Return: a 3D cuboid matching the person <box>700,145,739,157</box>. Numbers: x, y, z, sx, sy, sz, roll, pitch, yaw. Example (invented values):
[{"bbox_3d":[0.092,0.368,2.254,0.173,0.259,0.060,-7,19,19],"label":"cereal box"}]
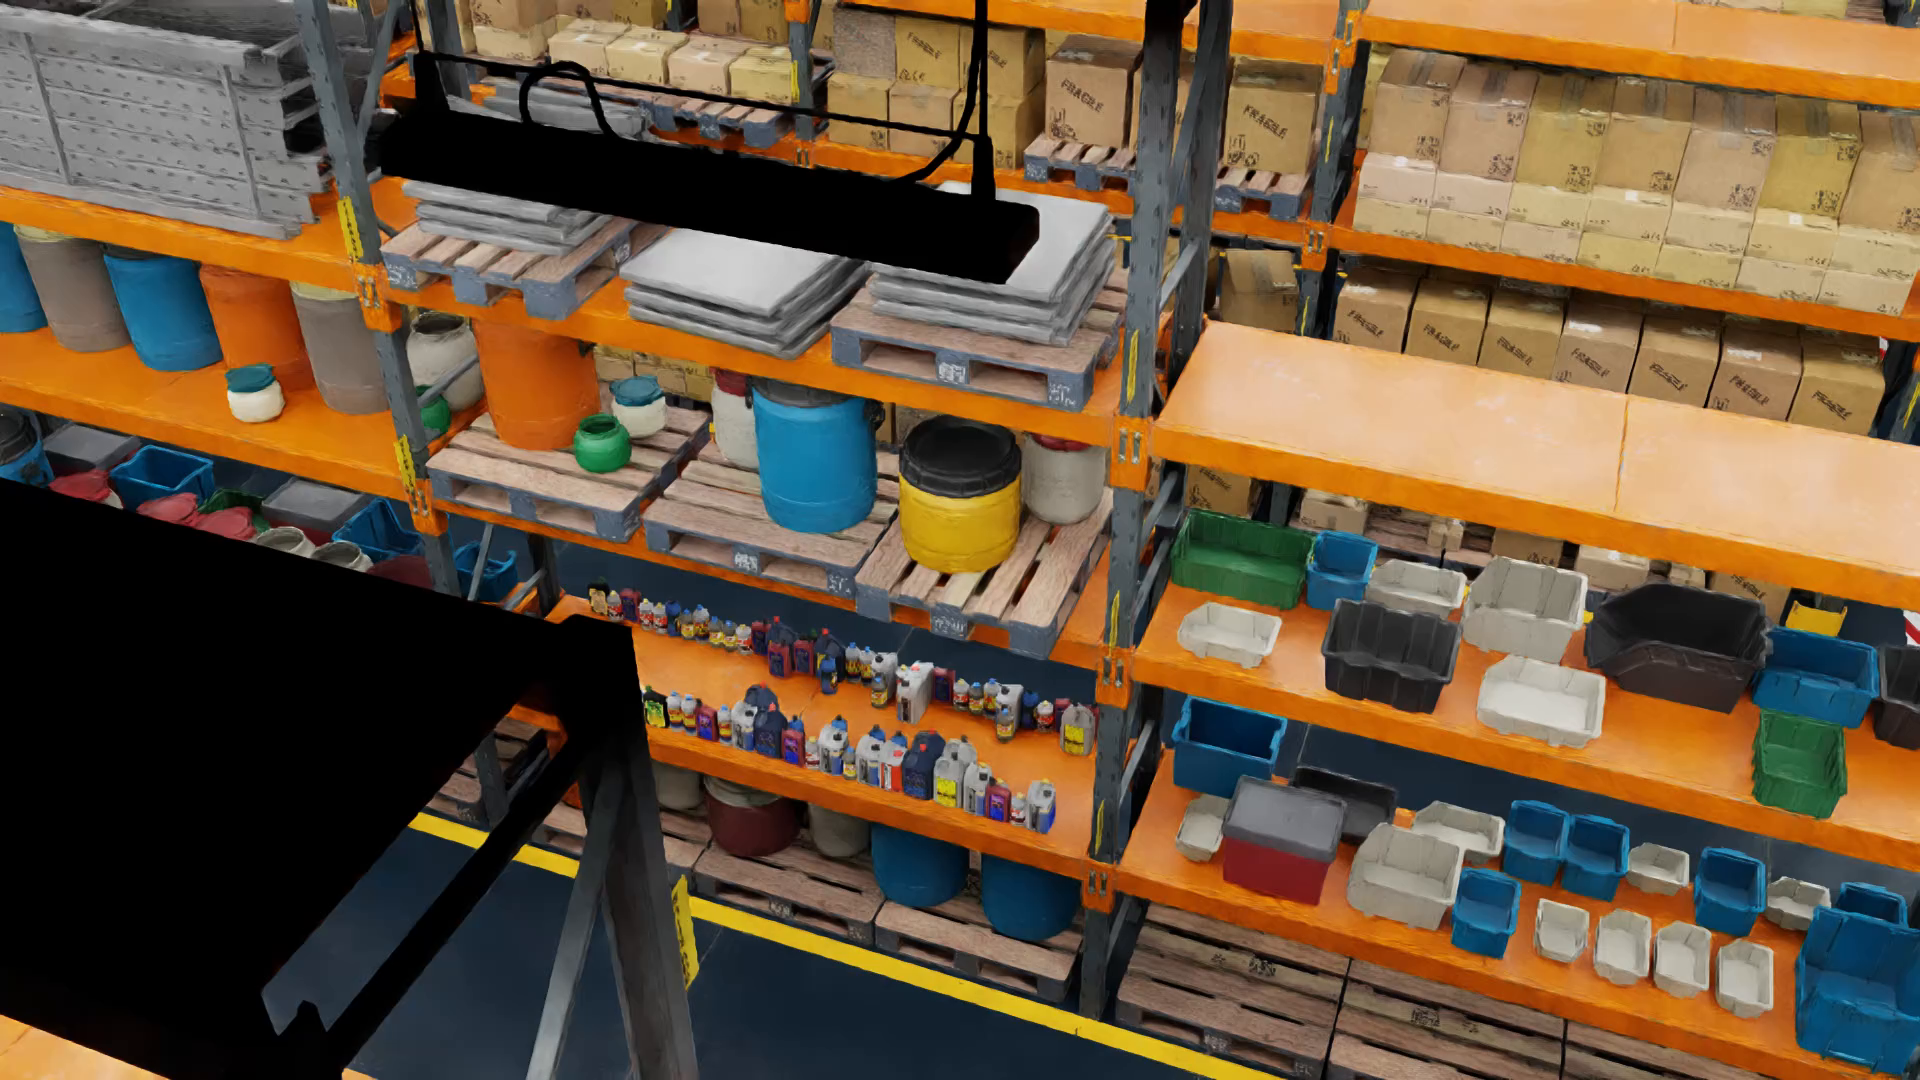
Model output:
[{"bbox_3d":[-2.451,-3.713,17.000,1.105,1.643,0.546,12,38,15],"label":"person"}]
